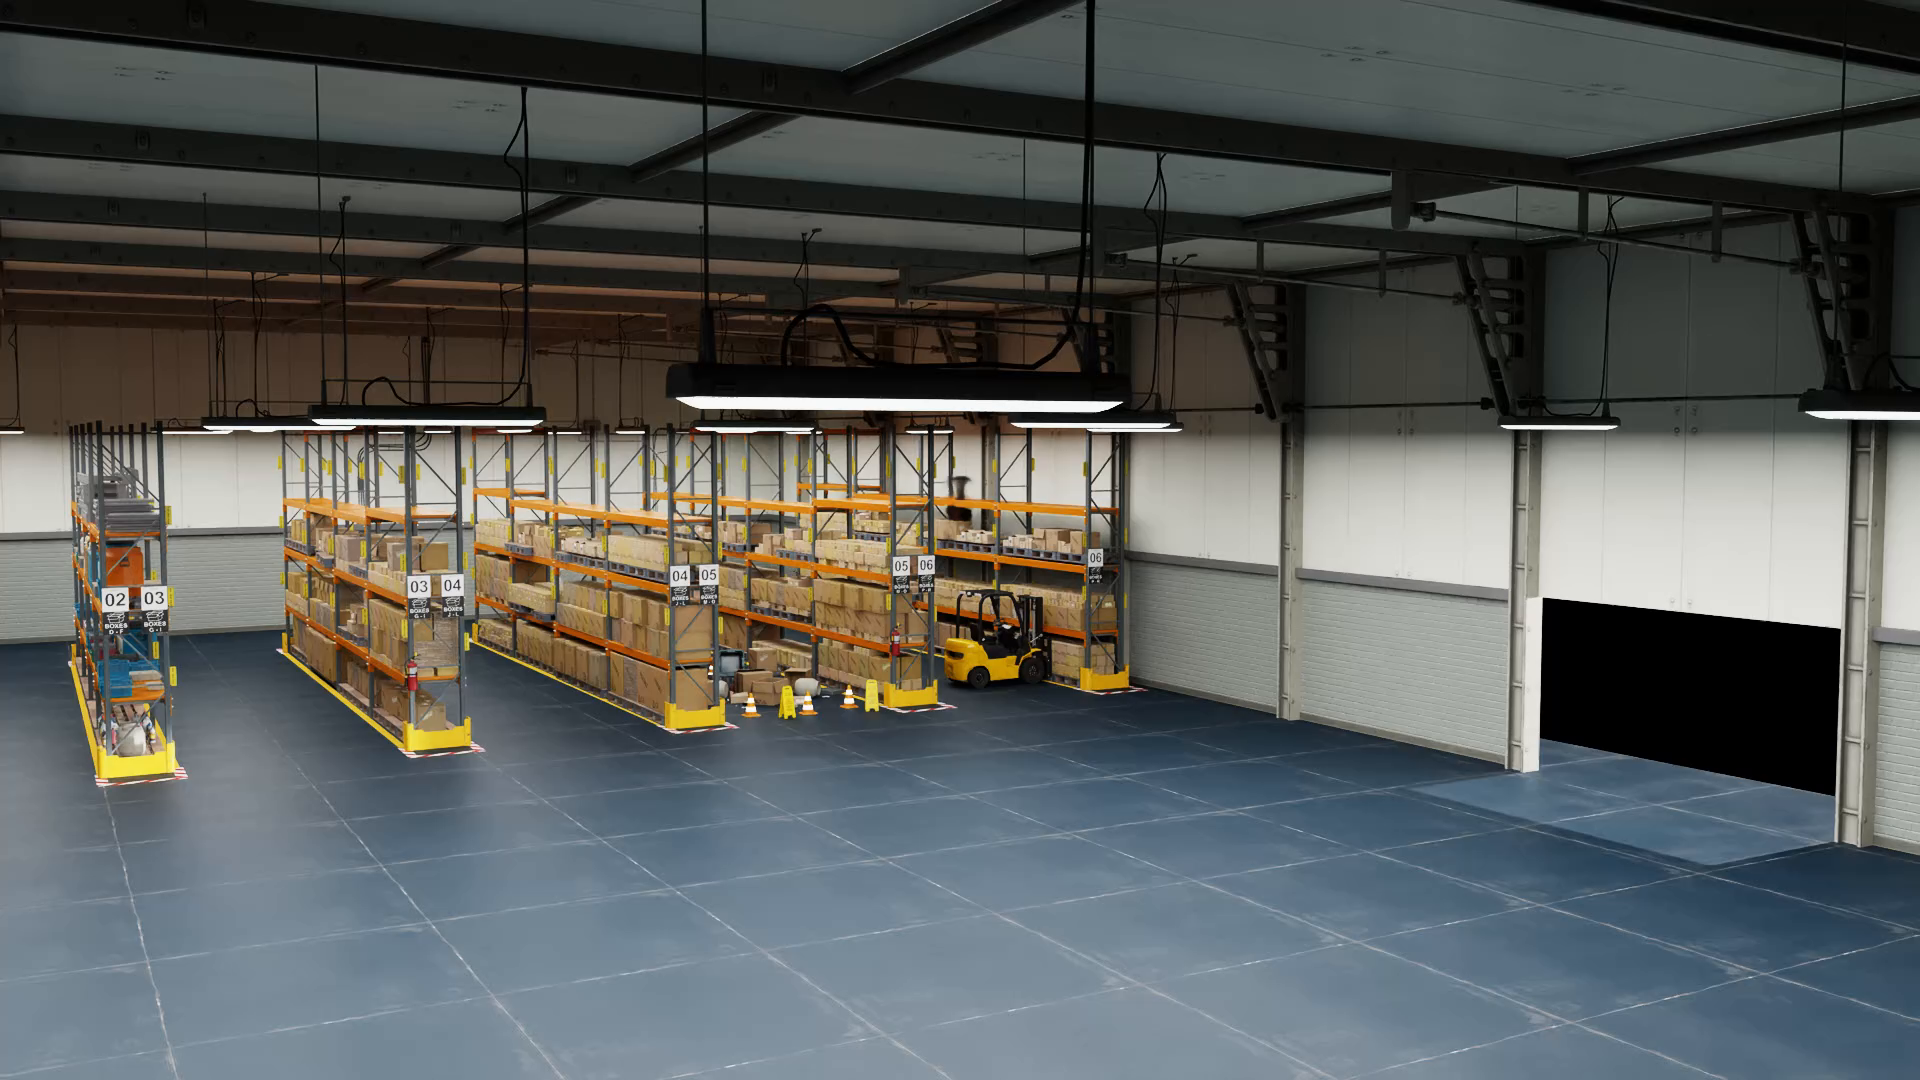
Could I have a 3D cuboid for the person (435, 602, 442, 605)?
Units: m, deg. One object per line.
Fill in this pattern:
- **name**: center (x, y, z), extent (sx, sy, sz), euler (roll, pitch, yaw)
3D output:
- **person**: center (-14.423, 2.027, 45.803), extent (0.721, 1.742, 1.049), euler (-1, 4, -22)
